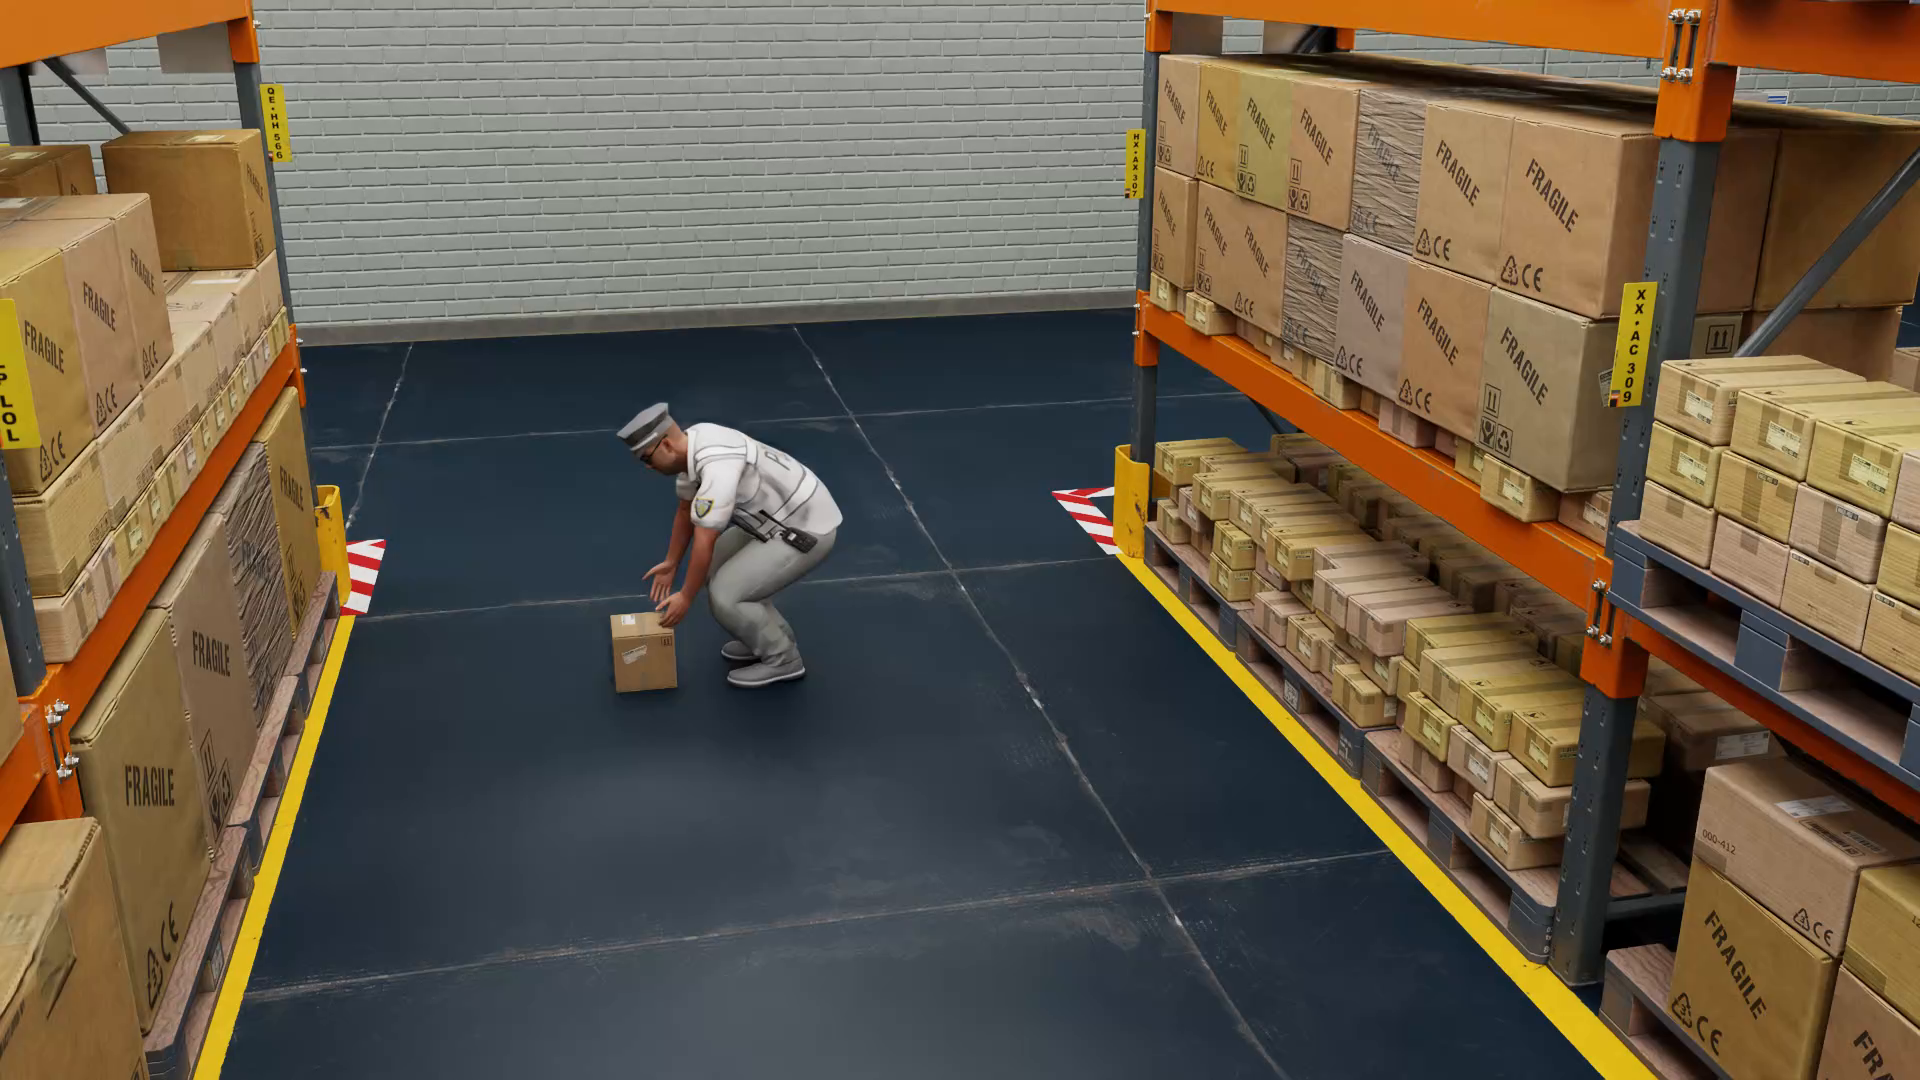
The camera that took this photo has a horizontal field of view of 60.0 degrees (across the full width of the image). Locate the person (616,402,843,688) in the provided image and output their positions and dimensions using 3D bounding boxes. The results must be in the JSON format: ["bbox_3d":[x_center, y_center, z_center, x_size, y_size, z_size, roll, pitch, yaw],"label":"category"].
[{"bbox_3d":[-0.934,0.001,6.885,0.900,1.205,0.576,-5,20,-13],"label":"person"}]
